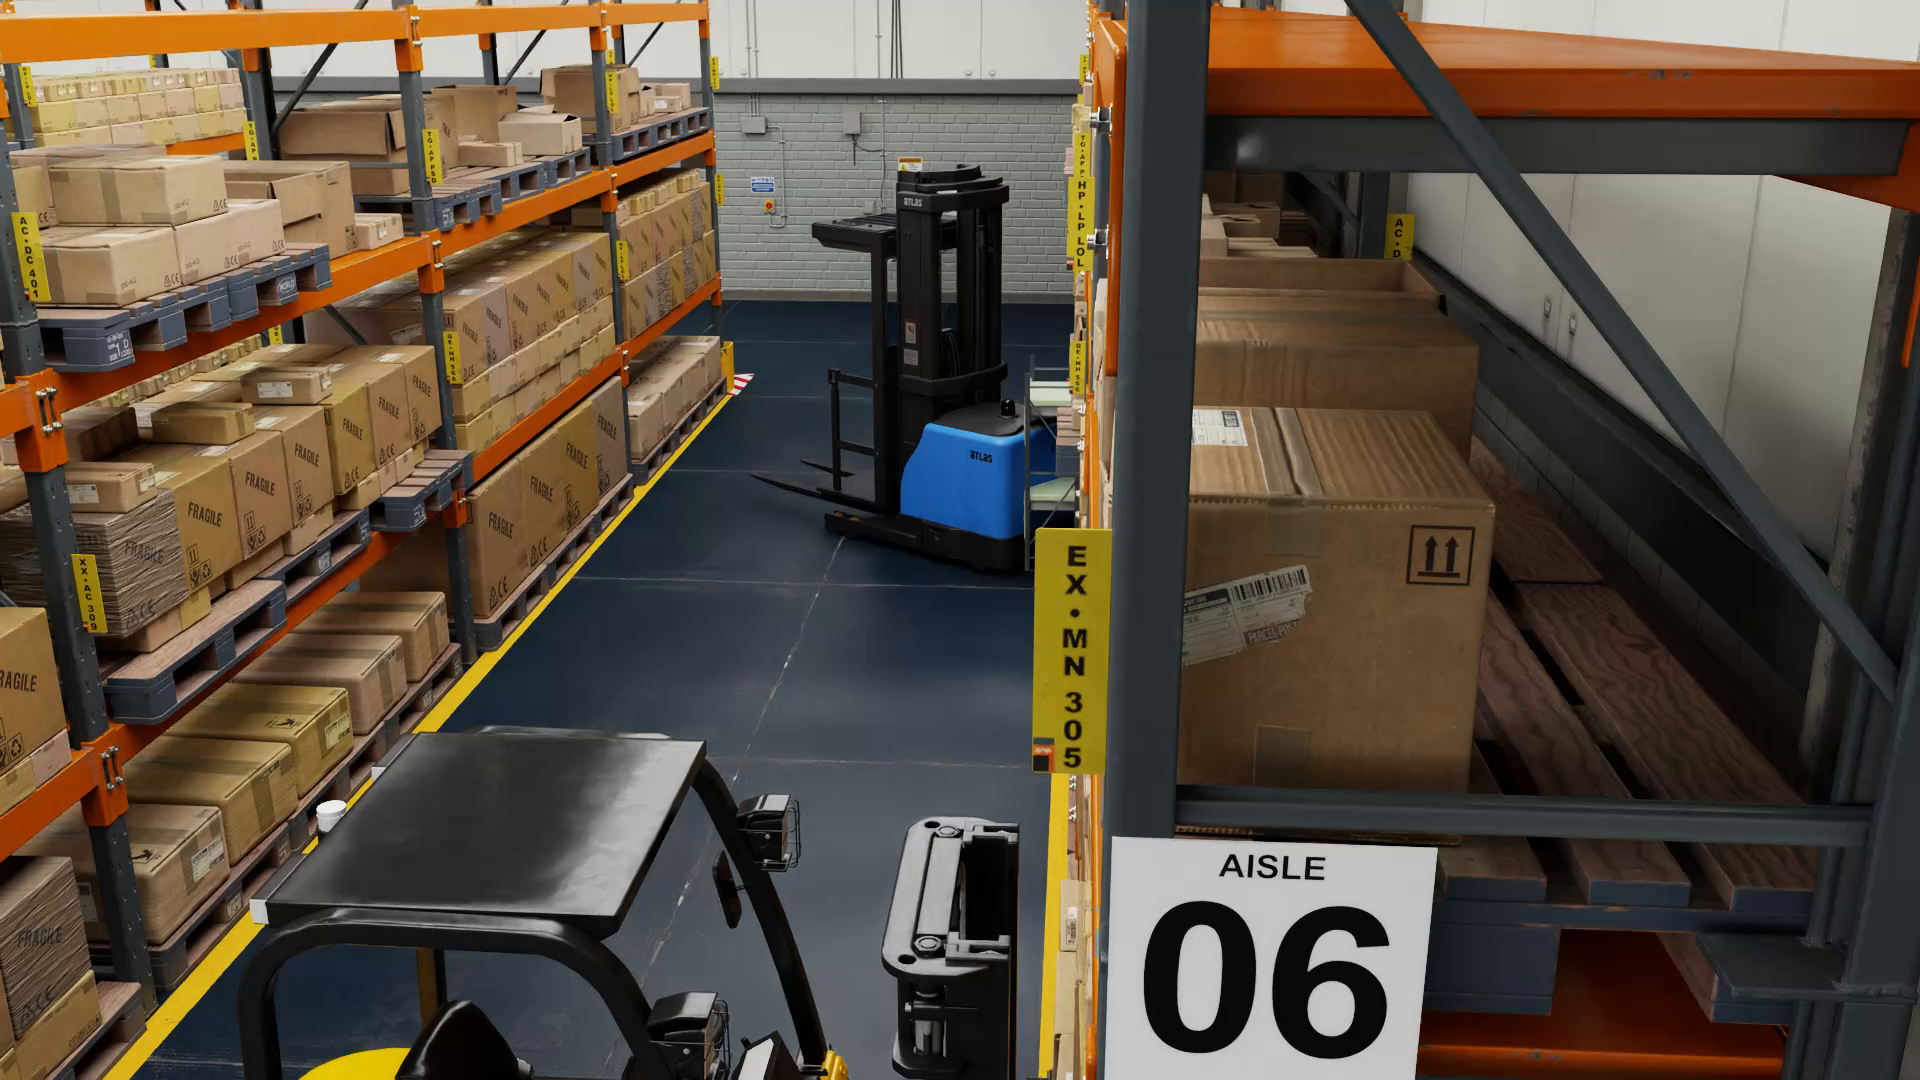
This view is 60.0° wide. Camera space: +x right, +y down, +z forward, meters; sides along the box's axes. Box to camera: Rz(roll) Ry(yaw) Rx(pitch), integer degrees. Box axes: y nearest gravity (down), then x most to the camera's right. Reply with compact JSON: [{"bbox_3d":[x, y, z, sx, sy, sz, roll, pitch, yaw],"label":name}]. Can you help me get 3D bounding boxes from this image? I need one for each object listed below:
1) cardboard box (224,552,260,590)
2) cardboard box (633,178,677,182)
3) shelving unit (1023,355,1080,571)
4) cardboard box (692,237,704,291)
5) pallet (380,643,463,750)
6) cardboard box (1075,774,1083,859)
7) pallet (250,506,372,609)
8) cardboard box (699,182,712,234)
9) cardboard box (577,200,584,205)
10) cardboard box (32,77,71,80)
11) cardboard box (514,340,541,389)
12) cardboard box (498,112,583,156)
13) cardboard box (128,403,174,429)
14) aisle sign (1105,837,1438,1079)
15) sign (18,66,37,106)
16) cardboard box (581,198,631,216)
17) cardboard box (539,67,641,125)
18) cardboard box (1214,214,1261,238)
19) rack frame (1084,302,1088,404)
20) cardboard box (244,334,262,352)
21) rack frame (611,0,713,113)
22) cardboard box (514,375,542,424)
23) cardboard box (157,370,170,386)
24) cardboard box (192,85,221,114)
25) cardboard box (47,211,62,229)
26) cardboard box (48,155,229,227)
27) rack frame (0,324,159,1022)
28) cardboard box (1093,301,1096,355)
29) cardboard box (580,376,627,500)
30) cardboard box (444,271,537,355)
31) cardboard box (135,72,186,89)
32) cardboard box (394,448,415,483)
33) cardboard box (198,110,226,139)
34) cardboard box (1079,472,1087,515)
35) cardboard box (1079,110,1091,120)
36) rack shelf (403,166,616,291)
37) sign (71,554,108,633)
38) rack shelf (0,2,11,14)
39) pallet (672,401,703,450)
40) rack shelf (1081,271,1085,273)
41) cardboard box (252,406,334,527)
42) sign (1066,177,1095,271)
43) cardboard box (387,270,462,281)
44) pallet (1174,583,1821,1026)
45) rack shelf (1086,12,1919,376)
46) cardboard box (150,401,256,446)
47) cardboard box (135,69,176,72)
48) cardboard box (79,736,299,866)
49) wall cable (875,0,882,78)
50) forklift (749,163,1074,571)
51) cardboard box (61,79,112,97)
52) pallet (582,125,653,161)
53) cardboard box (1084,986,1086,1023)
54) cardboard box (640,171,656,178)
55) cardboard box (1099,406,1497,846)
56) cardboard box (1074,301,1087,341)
[{"bbox_3d":[-3.597,0.124,7.957,0.380,0.149,0.250,2,18,5],"label":"cardboard box"},{"bbox_3d":[-3.026,-3.509,16.507,0.380,0.149,0.250,1,18,3],"label":"cardboard box"},{"bbox_3d":[0.712,-0.590,12.584,0.431,1.500,0.755,1,16,5],"label":"shelving unit"},{"bbox_3d":[-2.944,-2.849,17.139,0.500,0.500,0.500,1,18,3],"label":"cardboard box"},{"bbox_3d":[-3.754,0.940,10.215,1.003,0.211,1.213,1,18,4],"label":"pallet"},{"bbox_3d":[0.676,0.809,5.978,0.500,0.500,0.500,1,18,2],"label":"cardboard box"},{"bbox_3d":[-3.797,0.079,8.673,1.003,0.211,1.213,1,18,4],"label":"pallet"},{"bbox_3d":[-2.920,-3.480,17.460,0.500,0.500,0.500,2,18,6],"label":"cardboard box"},{"bbox_3d":[-3.550,-2.961,14.833,0.380,0.149,0.250,1,18,4],"label":"cardboard box"},{"bbox_3d":[-8.537,-4.236,15.514,0.380,0.149,0.250,1,18,4],"label":"cardboard box"},{"bbox_3d":[-3.327,-1.261,11.892,0.500,0.250,0.500,1,18,4],"label":"cardboard box"},{"bbox_3d":[-3.263,-3.174,12.945,0.500,0.311,0.500,1,18,4],"label":"cardboard box"},{"bbox_3d":[-4.064,-0.399,8.512,0.500,0.500,0.500,1,18,2],"label":"cardboard box"},{"bbox_3d":[0.384,0.745,2.157,0.394,0.787,0.004,1,18,4],"label":"aisle sign"},{"bbox_3d":[-7.800,-3.796,13.911,0.100,0.325,0.005,1,18,4],"label":"sign"},{"bbox_3d":[-3.149,-2.954,14.812,0.380,0.149,0.250,1,18,3],"label":"cardboard box"},{"bbox_3d":[-3.345,-4.011,15.030,0.797,0.503,0.637,3,18,8],"label":"cardboard box"},{"bbox_3d":[1.179,-1.417,7.652,0.380,0.166,0.250,1,18,4],"label":"cardboard box"},{"bbox_3d":[1.255,-0.518,10.187,1.000,3.000,0.127,1,18,4],"label":"rack frame"},{"bbox_3d":[-7.852,-2.149,18.113,0.380,0.149,0.250,1,18,5],"label":"cardboard box"},{"bbox_3d":[-3.123,-5.963,17.170,1.000,3.000,0.127,1,18,4],"label":"rack frame"},{"bbox_3d":[-3.347,-1.026,11.977,0.500,0.250,0.500,2,18,6],"label":"cardboard box"},{"bbox_3d":[-8.042,-1.588,16.401,0.380,0.149,0.250,1,18,2],"label":"cardboard box"},{"bbox_3d":[-7.882,-4.476,16.886,0.500,0.250,0.500,1,18,2],"label":"cardboard box"},{"bbox_3d":[-4.044,-1.281,7.264,0.500,0.250,0.500,2,18,5],"label":"cardboard box"},{"bbox_3d":[-3.515,-1.504,7.143,0.500,0.250,0.500,1,18,3],"label":"cardboard box"},{"bbox_3d":[-3.983,0.614,6.731,1.000,3.000,0.127,1,18,4],"label":"rack frame"},{"bbox_3d":[0.633,-0.696,5.482,0.380,0.149,0.250,2,18,5],"label":"cardboard box"},{"bbox_3d":[-3.374,-0.866,13.986,0.875,0.875,0.875,2,18,6],"label":"cardboard box"},{"bbox_3d":[-3.338,-1.613,11.762,0.500,0.500,0.500,2,18,5],"label":"cardboard box"},{"bbox_3d":[-7.920,-4.547,16.463,0.380,0.149,0.250,1,18,3],"label":"cardboard box"},{"bbox_3d":[-3.405,-0.437,9.668,0.380,0.149,0.250,1,18,3],"label":"cardboard box"},{"bbox_3d":[-7.865,-4.240,16.969,0.500,0.250,0.500,1,18,4],"label":"cardboard box"},{"bbox_3d":[0.775,-0.224,8.088,0.380,0.149,0.250,1,18,2],"label":"cardboard box"},{"bbox_3d":[1.082,-3.129,12.429,0.380,0.149,0.250,1,18,3],"label":"cardboard box"},{"bbox_3d":[-3.553,-2.333,12.062,1.077,0.370,4.000,1,18,4],"label":"rack shelf"},{"bbox_3d":[-3.441,0.213,6.566,0.100,0.325,0.005,1,18,4],"label":"sign"},{"bbox_3d":[-8.497,-3.647,11.899,1.077,0.370,4.000,1,18,4],"label":"rack shelf"},{"bbox_3d":[-3.192,-1.159,16.622,1.003,0.211,1.213,1,18,4],"label":"pallet"},{"bbox_3d":[1.398,-2.223,11.728,1.077,0.370,4.000,1,18,4],"label":"rack shelf"},{"bbox_3d":[-3.553,-0.382,8.458,0.500,0.500,0.500,1,18,2],"label":"cardboard box"},{"bbox_3d":[0.426,-1.106,5.827,0.100,0.325,0.005,1,18,4],"label":"sign"},{"bbox_3d":[-3.849,-1.631,11.816,0.500,0.500,0.500,1,18,4],"label":"cardboard box"},{"bbox_3d":[0.758,0.364,2.820,1.003,0.211,1.213,1,18,4],"label":"pallet"},{"bbox_3d":[0.825,-0.974,3.740,1.077,0.370,4.000,1,18,4],"label":"rack shelf"},{"bbox_3d":[-3.621,-0.560,7.961,0.380,0.149,0.250,2,18,7],"label":"cardboard box"},{"bbox_3d":[-8.354,-4.799,17.231,0.380,0.149,0.250,2,18,6],"label":"cardboard box"},{"bbox_3d":[-3.900,1.277,8.253,0.950,0.372,0.625,2,18,7],"label":"cardboard box"},{"bbox_3d":[-2.246,-7.719,22.527,2.355,3.000,0.029,1,18,4],"label":"wall cable"},{"bbox_3d":[-0.473,-1.521,13.358,3.031,2.935,1.130,15,23,39],"label":"forklift"},{"bbox_3d":[-8.015,-4.139,15.217,0.380,0.149,0.250,1,18,2],"label":"cardboard box"},{"bbox_3d":[-3.340,-3.507,14.635,1.003,0.211,1.213,1,18,4],"label":"pallet"},{"bbox_3d":[0.495,1.098,4.053,0.380,0.149,0.250,1,18,4],"label":"cardboard box"},{"bbox_3d":[-3.372,-3.756,17.261,0.380,0.149,0.250,2,18,5],"label":"cardboard box"},{"bbox_3d":[0.470,0.103,2.477,0.500,0.500,0.500,2,18,6],"label":"cardboard box"},{"bbox_3d":[1.191,-1.458,12.220,0.700,0.500,0.500,1,18,4],"label":"cardboard box"}]
